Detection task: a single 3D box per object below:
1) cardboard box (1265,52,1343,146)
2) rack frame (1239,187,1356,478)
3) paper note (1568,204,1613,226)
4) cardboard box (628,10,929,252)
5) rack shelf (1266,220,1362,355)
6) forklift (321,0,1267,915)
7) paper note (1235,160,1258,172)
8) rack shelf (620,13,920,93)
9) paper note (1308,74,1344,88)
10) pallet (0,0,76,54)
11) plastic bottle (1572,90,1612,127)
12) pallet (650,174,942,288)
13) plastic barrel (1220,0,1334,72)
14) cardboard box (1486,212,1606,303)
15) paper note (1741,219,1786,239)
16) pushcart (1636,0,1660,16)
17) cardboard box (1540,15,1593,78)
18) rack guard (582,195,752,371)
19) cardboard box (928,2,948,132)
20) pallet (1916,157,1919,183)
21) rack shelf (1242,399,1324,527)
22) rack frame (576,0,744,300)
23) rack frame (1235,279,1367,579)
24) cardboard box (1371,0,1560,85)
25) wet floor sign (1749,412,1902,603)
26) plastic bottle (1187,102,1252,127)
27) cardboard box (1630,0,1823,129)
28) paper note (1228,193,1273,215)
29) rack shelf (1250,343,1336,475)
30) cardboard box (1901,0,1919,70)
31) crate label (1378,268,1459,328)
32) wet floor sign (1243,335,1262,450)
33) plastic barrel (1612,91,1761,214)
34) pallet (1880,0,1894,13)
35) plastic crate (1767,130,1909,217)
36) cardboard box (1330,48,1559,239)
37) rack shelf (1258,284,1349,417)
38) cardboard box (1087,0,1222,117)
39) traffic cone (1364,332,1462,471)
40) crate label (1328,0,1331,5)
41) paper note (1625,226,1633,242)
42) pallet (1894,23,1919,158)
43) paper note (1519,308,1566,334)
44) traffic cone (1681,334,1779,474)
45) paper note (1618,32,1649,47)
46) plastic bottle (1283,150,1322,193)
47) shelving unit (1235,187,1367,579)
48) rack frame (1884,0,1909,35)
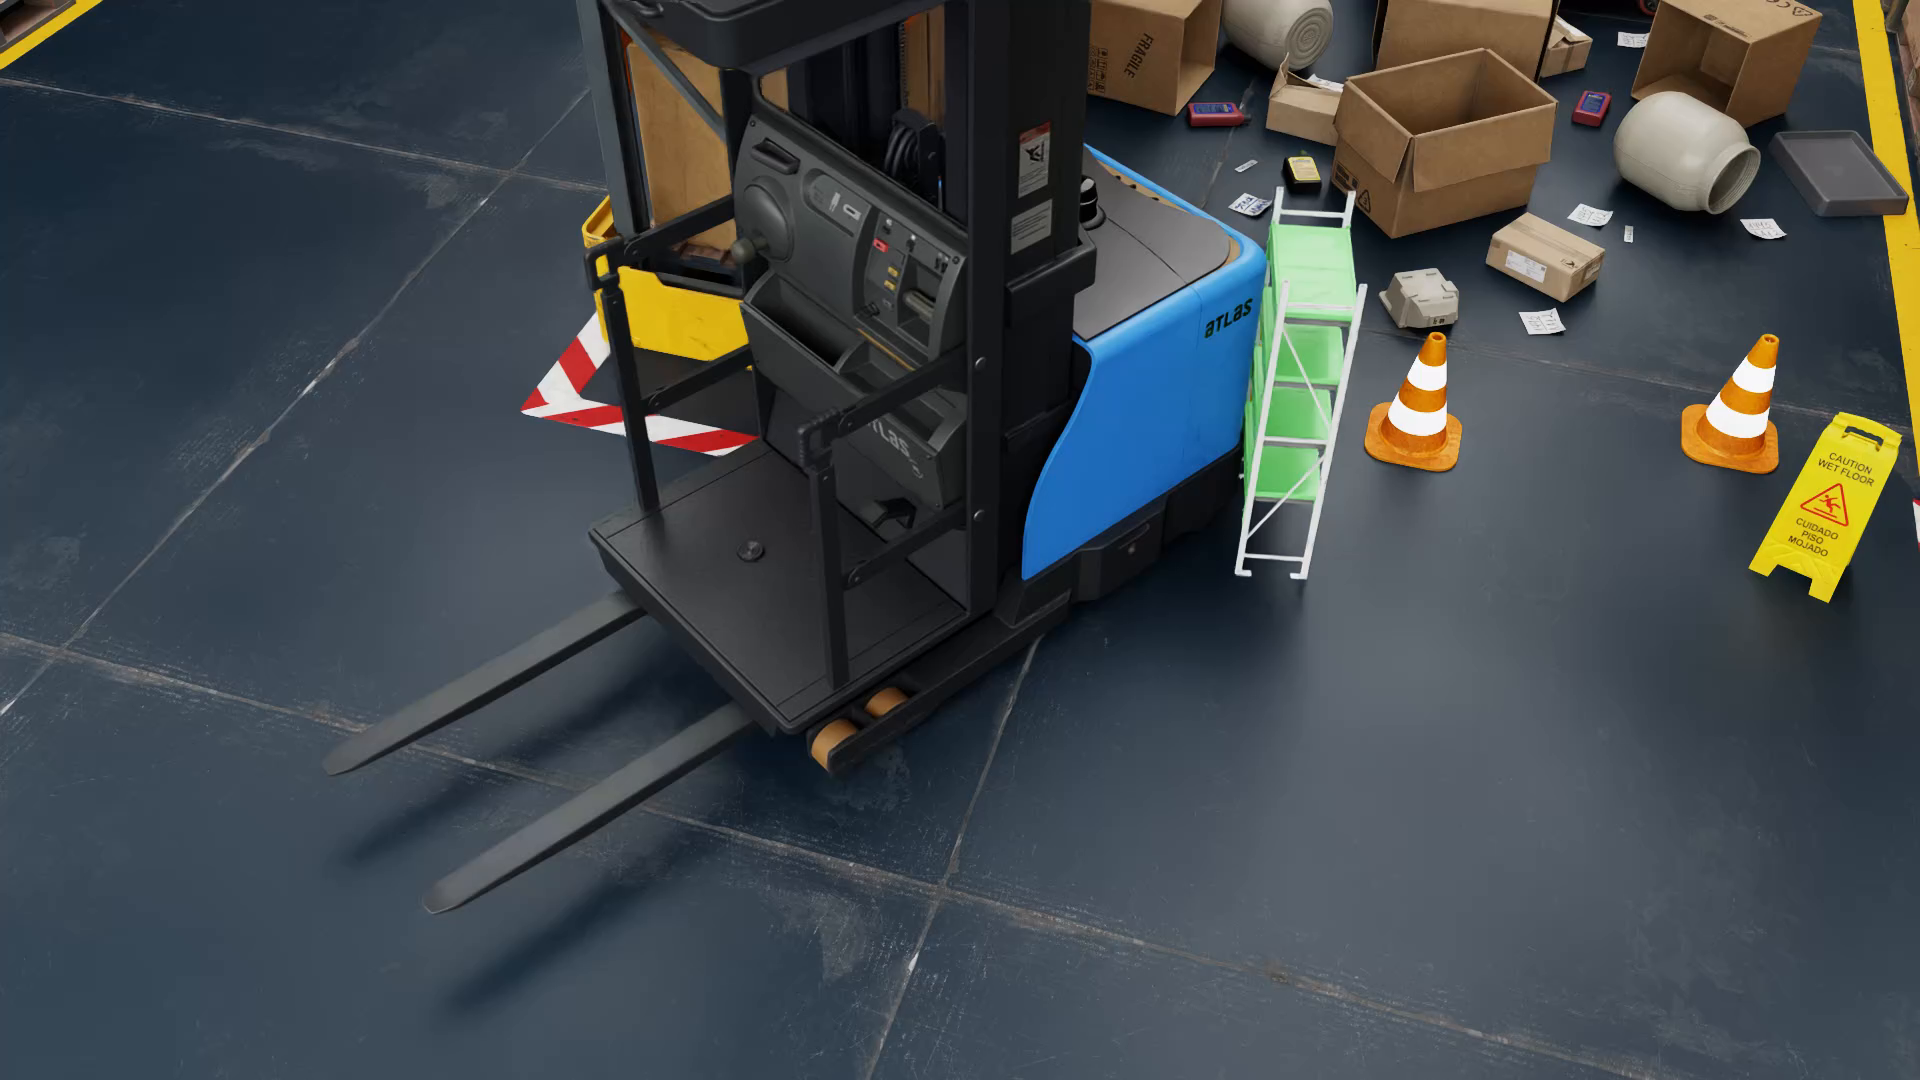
[{"bbox_3d":[1.629,-2.016,7.620,0.396,0.266,0.258,20,48,19],"label":"cardboard box"},{"bbox_3d":[1.101,-0.651,5.557,0.240,1.200,0.015,4,45,4],"label":"rack frame"},{"bbox_3d":[2.721,-1.403,7.170,0.148,0.019,0.142,28,51,26],"label":"paper note"},{"bbox_3d":[-0.674,-1.720,6.581,0.875,0.875,0.875,13,46,13],"label":"cardboard box"},{"bbox_3d":[1.076,-0.778,5.093,0.258,0.148,0.480,4,45,4],"label":"rack shelf"},{"bbox_3d":[-0.475,-0.761,4.432,3.031,2.935,1.130,-31,52,-28],"label":"forklift"},{"bbox_3d":[1.285,-1.678,7.458,0.123,0.001,0.032,-33,53,-29],"label":"paper note"},{"bbox_3d":[-0.211,-2.939,7.123,1.077,0.370,4.000,13,46,13],"label":"rack shelf"},{"bbox_3d":[1.727,-2.172,7.954,0.172,0.023,0.155,28,51,26],"label":"paper note"},{"bbox_3d":[-5.210,-2.569,8.224,1.003,0.211,1.213,13,46,13],"label":"pallet"},{"bbox_3d":[2.965,-2.035,7.786,0.133,0.061,0.283,20,48,19],"label":"plastic bottle"},{"bbox_3d":[-0.649,-1.416,7.046,1.003,0.211,1.213,13,46,13],"label":"pallet"},{"bbox_3d":[1.513,-2.527,8.030,0.421,0.421,0.512,-24,49,-22],"label":"plastic barrel"},{"bbox_3d":[2.403,-1.164,6.833,0.250,0.149,0.380,-33,53,-29],"label":"cardboard box"},{"bbox_3d":[3.429,-1.334,7.092,0.142,0.019,0.148,-2,44,-2],"label":"paper note"},{"bbox_3d":[2.955,-3.060,8.608,1.648,0.377,0.936,-2,44,-2],"label":"pushcart"},{"bbox_3d":[2.851,-2.482,8.097,0.258,0.266,0.396,-16,47,-16],"label":"cardboard box"},{"bbox_3d":[-0.824,-0.953,6.367,1.175,0.500,0.348,13,46,13],"label":"rack guard"},{"bbox_3d":[-0.410,-2.306,7.181,0.875,0.875,0.875,12,46,12],"label":"cardboard box"},{"bbox_3d":[4.606,-1.280,6.907,1.003,0.211,1.213,13,46,13],"label":"pallet"},{"bbox_3d":[1.076,-0.264,5.596,0.258,0.148,0.480,4,45,4],"label":"rack shelf"},{"bbox_3d":[-0.817,-1.863,5.509,1.000,3.000,0.127,13,46,13],"label":"rack frame"},{"bbox_3d":[1.052,-0.311,5.210,0.240,1.200,0.015,4,45,4],"label":"rack frame"},{"bbox_3d":[2.326,-2.370,7.715,0.797,0.637,0.503,13,46,13],"label":"cardboard box"},{"bbox_3d":[2.854,-0.140,5.432,0.267,0.644,0.232,28,51,26],"label":"wet floor sign"},{"bbox_3d":[1.206,-1.977,7.727,0.283,0.061,0.133,-2,44,-2],"label":"plastic bottle"},{"bbox_3d":[3.522,-2.229,7.669,0.500,0.500,0.500,-24,49,-22],"label":"cardboard box"},{"bbox_3d":[1.264,-1.459,7.220,0.144,0.017,0.142,28,51,26],"label":"paper note"},{"bbox_3d":[1.076,-0.435,5.428,0.258,0.148,0.480,4,45,4],"label":"rack shelf"},{"bbox_3d":[4.707,-2.379,7.702,0.500,0.250,0.500,11,45,11],"label":"cardboard box"},{"bbox_3d":[1.850,-0.964,6.637,0.250,0.136,0.298,-9,45,-9],"label":"crate label"},{"bbox_3d":[1.062,-0.583,5.884,0.267,0.644,0.232,5,45,5],"label":"wet floor sign"},{"bbox_3d":[3.114,-1.658,7.142,0.421,0.421,0.512,-24,49,-22],"label":"plastic barrel"},{"bbox_3d":[5.377,-3.071,8.737,1.003,0.211,1.213,13,46,13],"label":"pallet"},{"bbox_3d":[3.886,-1.632,7.360,0.402,0.080,0.583,-2,44,-2],"label":"plastic crate"},{"bbox_3d":[2.051,-1.697,7.124,0.797,0.503,0.637,-16,47,-16],"label":"cardboard box"},{"bbox_3d":[1.076,-0.607,5.260,0.258,0.148,0.480,4,45,4],"label":"rack shelf"},{"bbox_3d":[0.903,-2.384,7.828,0.500,0.500,0.500,20,48,19],"label":"cardboard box"},{"bbox_3d":[1.671,-0.543,5.974,0.336,0.463,0.334,13,46,13],"label":"traffic cone"},{"bbox_3d":[1.719,-2.721,8.433,0.298,0.136,0.250,-16,47,-16],"label":"crate label"},{"bbox_3d":[2.845,-1.302,7.074,0.032,0.001,0.123,13,46,13],"label":"paper note"},{"bbox_3d":[4.973,-2.096,7.741,1.003,0.211,1.213,13,46,13],"label":"pallet"},{"bbox_3d":[2.321,-0.872,6.620,0.148,0.019,0.142,-2,44,-2],"label":"paper note"},{"bbox_3d":[2.832,-0.535,5.966,0.336,0.463,0.334,13,46,13],"label":"traffic cone"},{"bbox_3d":[3.356,-2.495,8.278,0.148,0.019,0.142,13,46,13],"label":"paper note"},{"bbox_3d":[1.513,-1.641,7.383,0.133,0.061,0.283,-2,44,-2],"label":"plastic bottle"},{"bbox_3d":[1.076,-0.481,5.384,0.258,1.200,0.503,4,45,4],"label":"shelving unit"},{"bbox_3d":[5.143,-3.548,7.231,1.000,3.000,0.127,13,46,13],"label":"rack frame"}]
